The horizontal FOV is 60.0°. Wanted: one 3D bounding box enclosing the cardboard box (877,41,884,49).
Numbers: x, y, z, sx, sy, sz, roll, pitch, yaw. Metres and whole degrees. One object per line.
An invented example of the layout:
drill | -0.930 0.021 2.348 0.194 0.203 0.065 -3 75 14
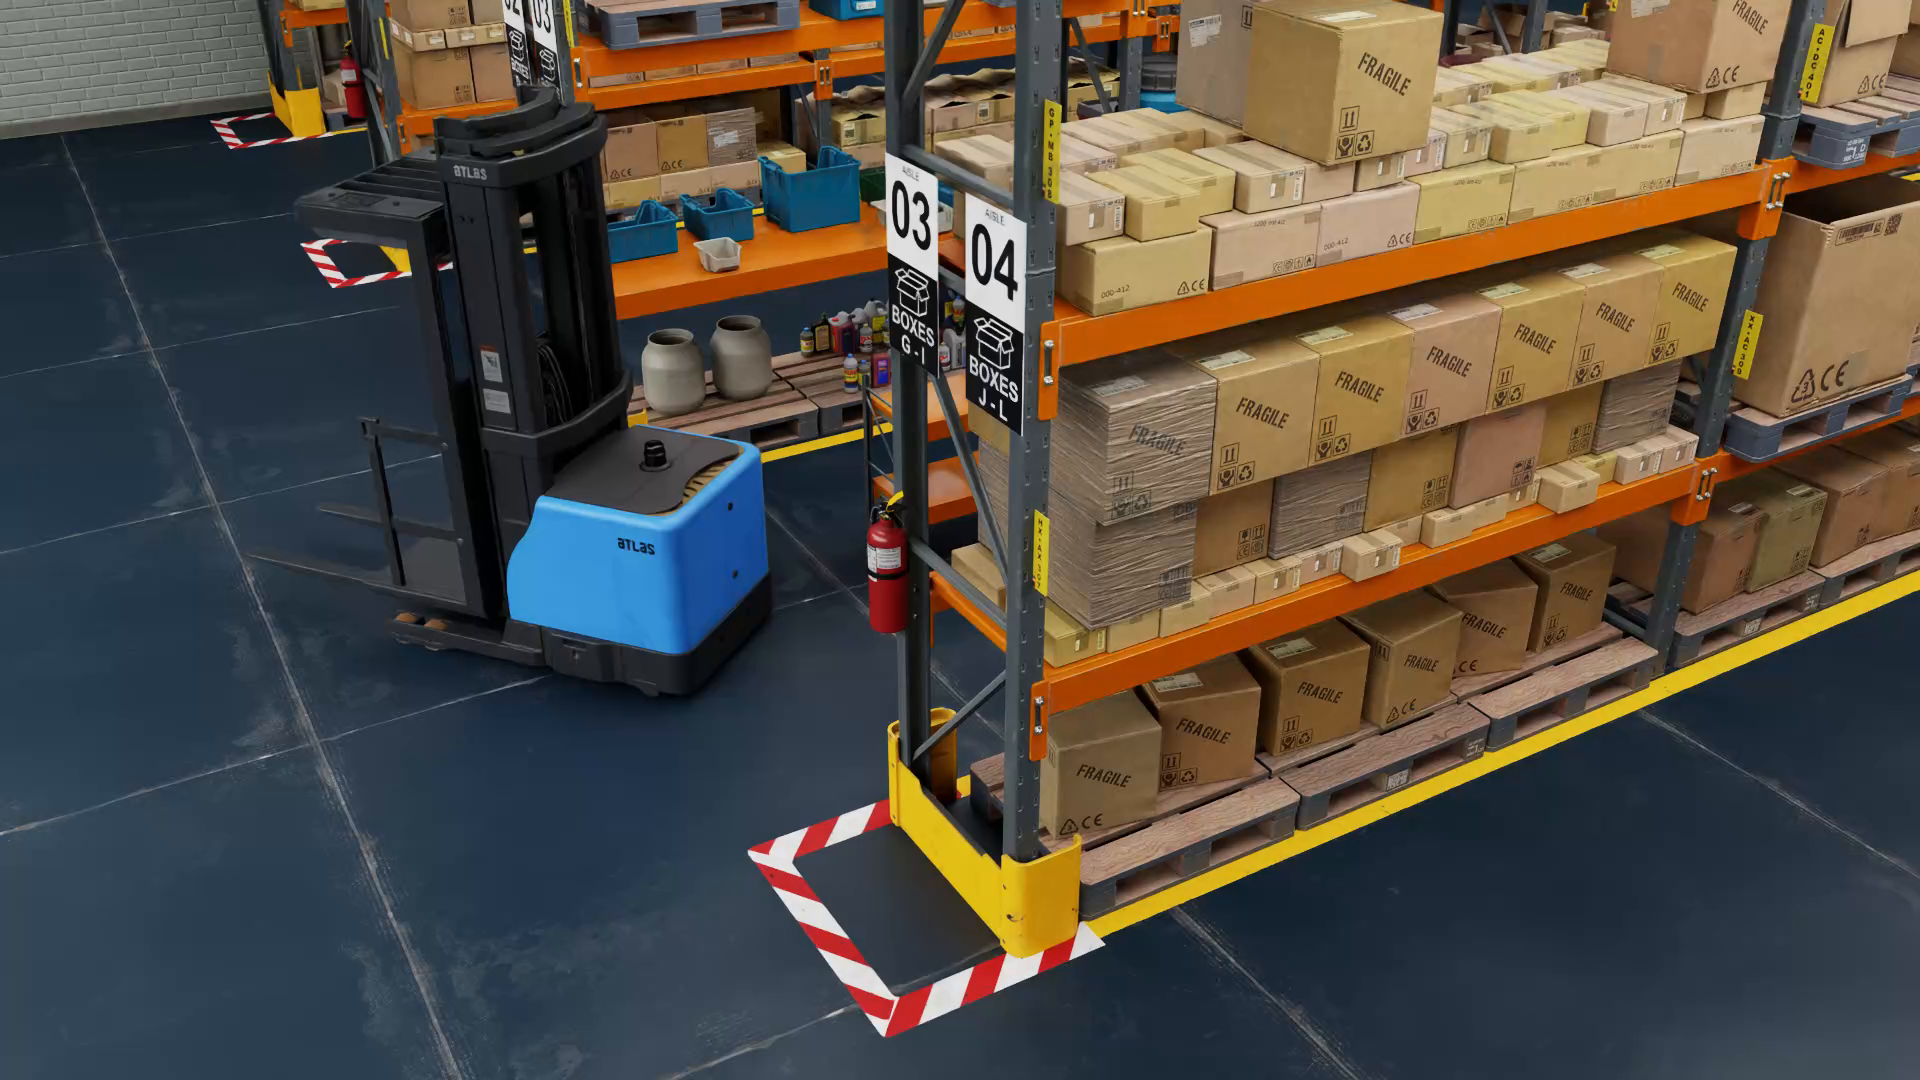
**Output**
cardboard box | -0.676 -4.927 16.333 0.250 0.149 0.380 -16 33 -26

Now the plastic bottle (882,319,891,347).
plastic bottle | -0.534 -1.548 12.391 0.097 0.201 0.097 0 29 0

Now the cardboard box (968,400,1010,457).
cardboard box | 0.372 -0.648 6.873 0.500 0.500 0.500 -16 33 -26

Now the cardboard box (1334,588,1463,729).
cardboard box | 2.121 0.542 8.315 0.500 0.500 0.500 -19 34 -31

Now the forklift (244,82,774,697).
forklift | -2.627 -0.901 8.848 3.031 2.935 1.130 11 31 18

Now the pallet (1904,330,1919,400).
pallet | 5.234 -1.171 9.466 1.213 0.211 1.003 -16 33 -26

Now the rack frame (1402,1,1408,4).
rack frame | 5.354 -6.863 19.582 0.127 3.000 1.000 -16 33 -26

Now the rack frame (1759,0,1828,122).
rack frame | 3.472 -3.404 7.105 0.127 3.000 1.000 -16 33 -26

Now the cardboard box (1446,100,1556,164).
cardboard box | 2.204 -1.675 6.818 0.250 0.149 0.380 -14 32 -24

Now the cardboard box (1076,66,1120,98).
cardboard box | 1.578 -4.879 17.817 0.500 0.311 0.500 -15 32 -25

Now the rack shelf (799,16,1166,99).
rack shelf | 0.181 -5.080 17.095 4.000 0.370 1.077 -16 33 -26

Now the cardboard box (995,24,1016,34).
cardboard box | 0.467 -5.510 17.027 0.500 0.500 0.500 -18 34 -29

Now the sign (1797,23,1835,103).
sign | 3.753 -2.093 7.298 0.005 0.325 0.100 -16 33 -26

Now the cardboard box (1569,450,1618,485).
cardboard box | 2.969 -0.399 8.128 0.250 0.149 0.380 -16 33 -26

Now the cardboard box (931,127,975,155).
cardboard box | -0.184 -4.133 17.046 0.500 0.250 0.500 -17 33 -28

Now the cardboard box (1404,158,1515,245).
cardboard box | 1.886 -1.434 6.795 0.500 0.250 0.500 -15 32 -25

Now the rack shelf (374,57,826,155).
rack shelf | -3.268 -4.101 15.320 4.000 0.370 1.077 -16 33 -26

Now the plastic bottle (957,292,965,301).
plastic bottle | 0.056 -1.849 12.782 0.185 0.351 0.144 -15 32 -25

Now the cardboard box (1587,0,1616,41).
cardboard box | 8.458 -6.705 21.427 0.500 0.500 0.500 -16 33 -26

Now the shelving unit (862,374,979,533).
shelving unit | 0.006 -0.494 9.981 1.048 1.125 0.538 -16 33 -26

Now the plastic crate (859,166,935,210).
plastic crate | -0.351 -2.533 11.955 0.662 0.188 0.450 -16 33 -26

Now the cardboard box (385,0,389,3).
cardboard box | -6.483 -6.052 18.246 0.500 0.250 0.500 -17 33 -28

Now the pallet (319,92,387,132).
pallet | -6.721 -4.970 19.038 1.213 0.211 1.003 -16 33 -26

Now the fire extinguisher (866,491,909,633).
fire extinguisher | -0.309 0.072 7.096 0.183 0.674 0.296 -16 33 -26

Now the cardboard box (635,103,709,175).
cardboard box | -2.699 -3.767 15.607 0.500 0.500 0.500 -16 33 -26

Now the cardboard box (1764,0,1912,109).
cardboard box | 3.927 -2.394 7.837 0.637 0.503 0.797 -18 33 -29

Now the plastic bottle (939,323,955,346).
plastic bottle | -0.087 -1.446 12.122 0.133 0.283 0.061 -16 33 -26

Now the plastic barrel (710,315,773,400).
plastic barrel | -1.525 -1.272 11.590 0.421 0.512 0.421 0 29 0

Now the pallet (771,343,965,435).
pallet | -0.691 -1.172 12.156 1.213 0.211 1.003 -16 33 -26

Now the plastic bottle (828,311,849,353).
plastic bottle | -0.894 -1.544 12.307 0.135 0.276 0.152 -16 33 -26

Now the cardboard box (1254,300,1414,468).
cardboard box | 1.500 -0.674 6.920 0.500 0.500 0.500 -16 33 -26

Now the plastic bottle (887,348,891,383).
plastic bottle | -0.470 -1.258 11.793 0.097 0.271 0.097 0 29 0

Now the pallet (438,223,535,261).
pallet | -4.354 -2.910 15.304 1.213 0.211 1.003 -16 33 -26

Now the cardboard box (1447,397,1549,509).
cardboard box | 2.223 -0.595 7.812 0.500 0.500 0.875 -16 33 -26

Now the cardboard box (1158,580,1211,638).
cardboard box | 0.838 0.233 6.983 0.250 0.149 0.380 -16 33 -26

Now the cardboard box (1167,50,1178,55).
cardboard box | 2.592 -5.309 18.898 0.500 0.500 0.500 -15 32 -24

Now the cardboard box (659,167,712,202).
cardboard box | -2.693 -3.434 15.779 0.500 0.250 0.500 -16 33 -26

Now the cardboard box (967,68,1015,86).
cardboard box | 0.415 -4.848 17.761 0.500 0.311 0.500 -17 33 -28

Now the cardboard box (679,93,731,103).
cardboard box | -2.529 -4.105 16.218 0.500 0.500 0.500 -16 33 -26

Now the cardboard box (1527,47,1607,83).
cardboard box | 2.840 -2.155 7.688 0.250 0.149 0.380 -18 33 -29

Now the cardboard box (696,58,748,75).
cardboard box | -2.375 -4.706 15.569 0.500 0.500 0.700 -16 33 -27

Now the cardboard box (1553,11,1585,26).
cardboard box | 7.759 -6.694 21.665 0.500 0.250 0.500 -16 33 -26

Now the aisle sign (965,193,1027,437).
aisle sign | 0.122 -0.796 5.898 0.004 0.787 0.394 -16 33 -26

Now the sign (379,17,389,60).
sign | -4.716 -4.107 13.609 0.005 0.325 0.100 -16 33 -26

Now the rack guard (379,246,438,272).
rack guard | -5.013 -2.826 14.853 0.348 0.500 1.175 -16 33 -26

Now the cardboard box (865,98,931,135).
cardboard box | -0.627 -4.248 16.674 0.500 0.311 0.500 -16 33 -27

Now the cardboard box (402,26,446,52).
cardboard box | -4.545 -4.260 14.090 0.250 0.149 0.380 -16 33 -27

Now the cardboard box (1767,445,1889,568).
cardboard box | 4.915 -0.263 9.754 0.500 0.500 0.700 -19 34 -30

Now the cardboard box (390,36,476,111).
cardboard box | -4.583 -4.079 14.433 0.500 0.500 0.700 -16 33 -26

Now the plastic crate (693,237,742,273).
plastic crate | -1.552 -1.831 10.736 0.250 0.136 0.298 -16 33 -26

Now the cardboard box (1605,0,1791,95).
cardboard box | 3.213 -2.267 7.220 0.500 0.500 0.500 -17 33 -28

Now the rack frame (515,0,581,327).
rack frame | -2.486 -1.862 10.519 0.127 3.000 1.000 -16 33 -26

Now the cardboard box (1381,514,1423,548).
cardboard box | 1.880 -0.102 7.590 0.250 0.149 0.380 -16 33 -26

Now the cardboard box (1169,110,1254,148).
cardboard box | 1.049 -1.626 6.730 0.250 0.149 0.380 -15 32 -26

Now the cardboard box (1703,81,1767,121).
cardboard box | 3.338 -2.000 7.407 0.250 0.149 0.380 -15 32 -25

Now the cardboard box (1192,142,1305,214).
cardboard box | 1.076 -1.365 6.257 0.250 0.149 0.380 -14 32 -24
